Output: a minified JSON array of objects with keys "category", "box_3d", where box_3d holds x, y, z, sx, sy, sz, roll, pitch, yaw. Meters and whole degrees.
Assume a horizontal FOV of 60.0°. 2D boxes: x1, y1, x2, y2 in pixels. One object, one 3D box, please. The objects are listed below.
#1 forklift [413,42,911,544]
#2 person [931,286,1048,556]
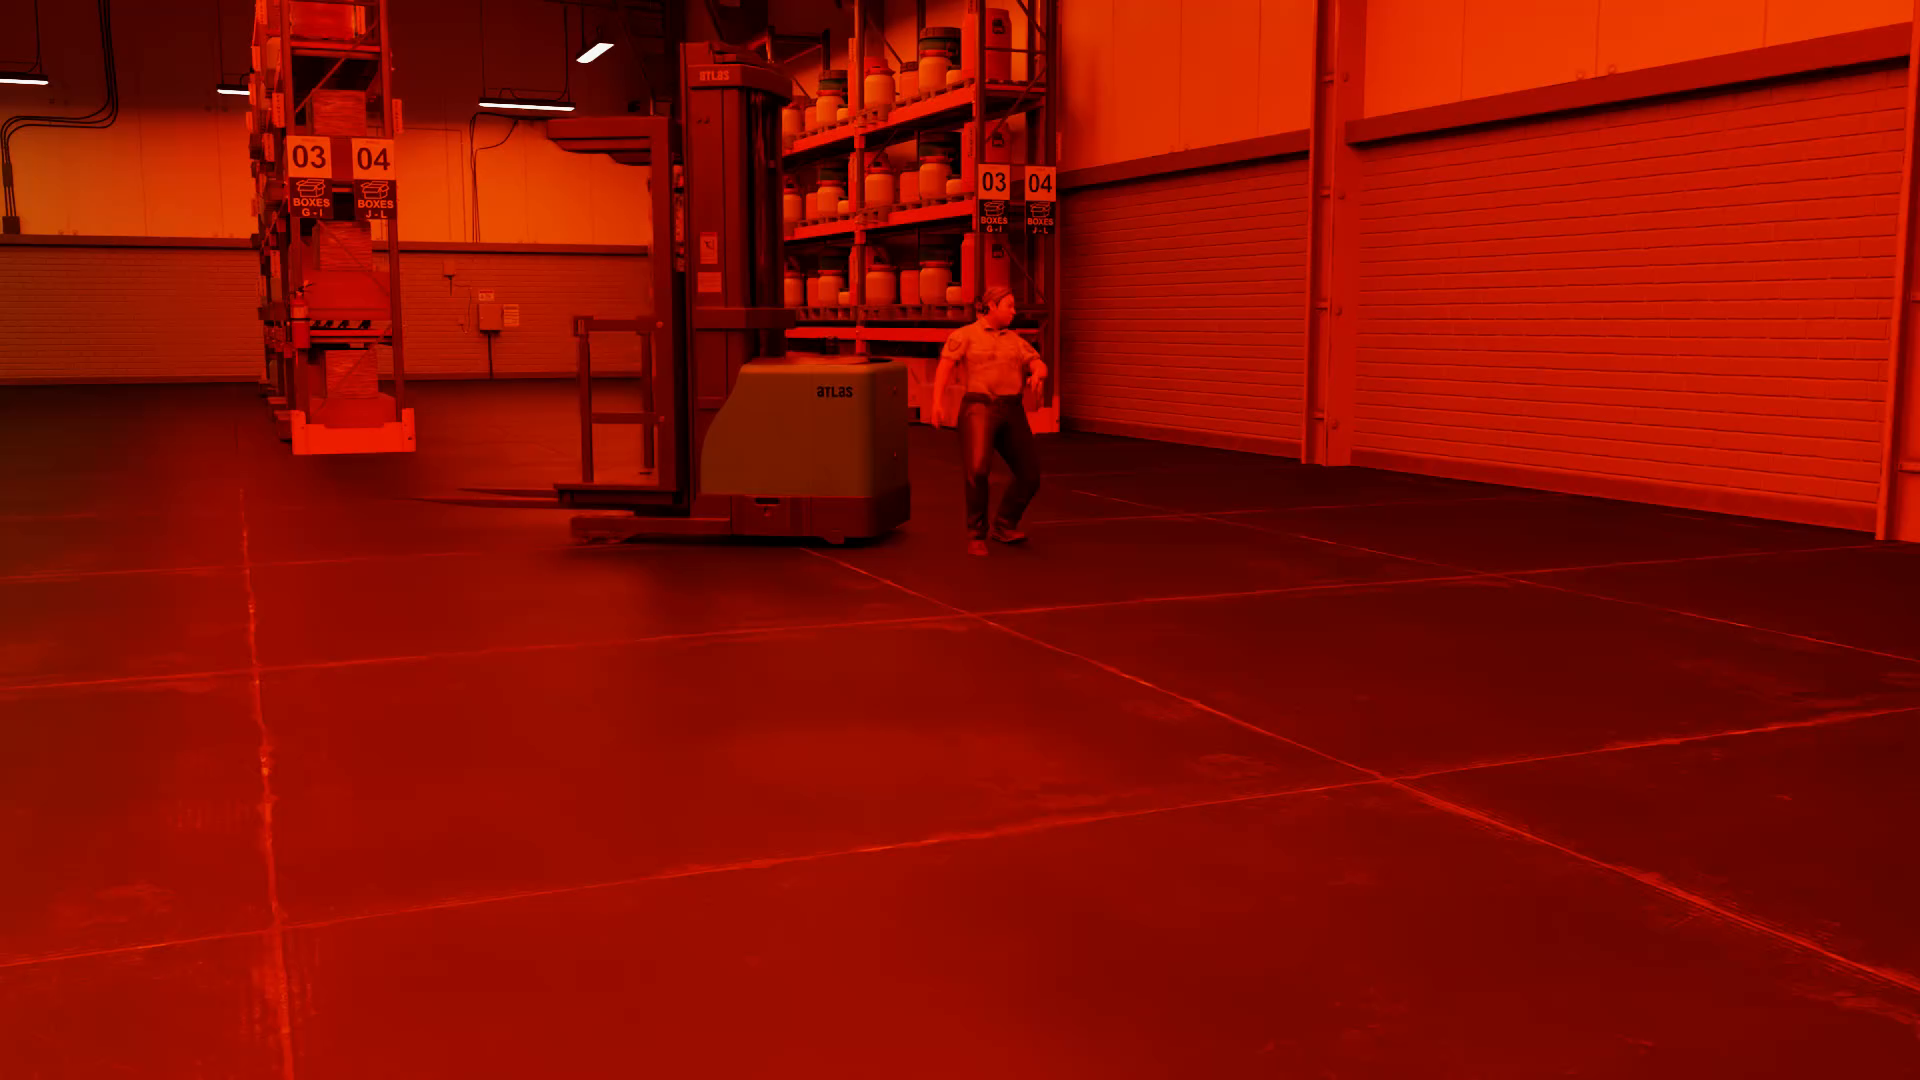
[{"category":"forklift","box_3d":[-1.885,-1.497,10.298,3.031,2.935,1.130,1,8,11]},{"category":"person","box_3d":[0.181,-0.694,9.670,0.774,1.563,0.749,-5,9,-36]}]
